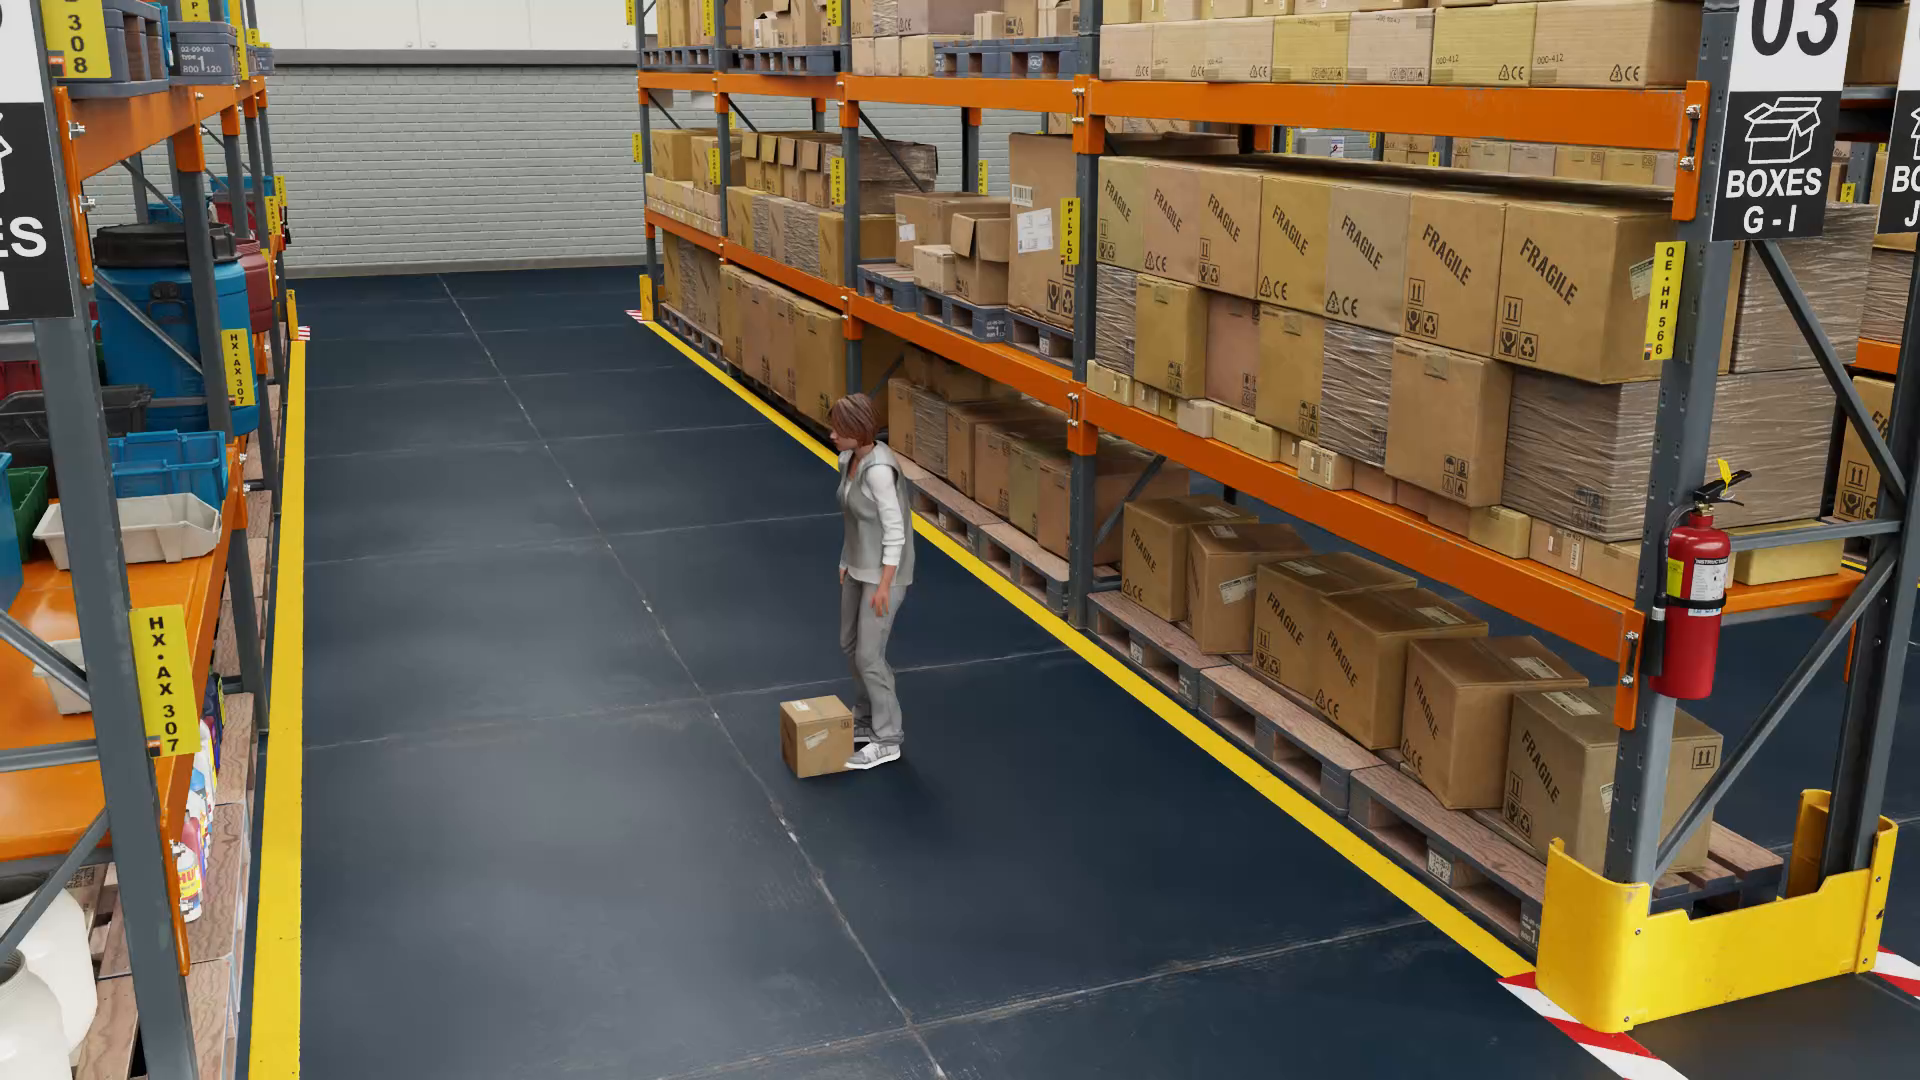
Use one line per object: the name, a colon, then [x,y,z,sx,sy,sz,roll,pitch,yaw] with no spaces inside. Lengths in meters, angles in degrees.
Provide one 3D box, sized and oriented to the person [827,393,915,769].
person: [-3.587,-4.477,15.234,24.293,6.000,19.901,-7,17,-23]
